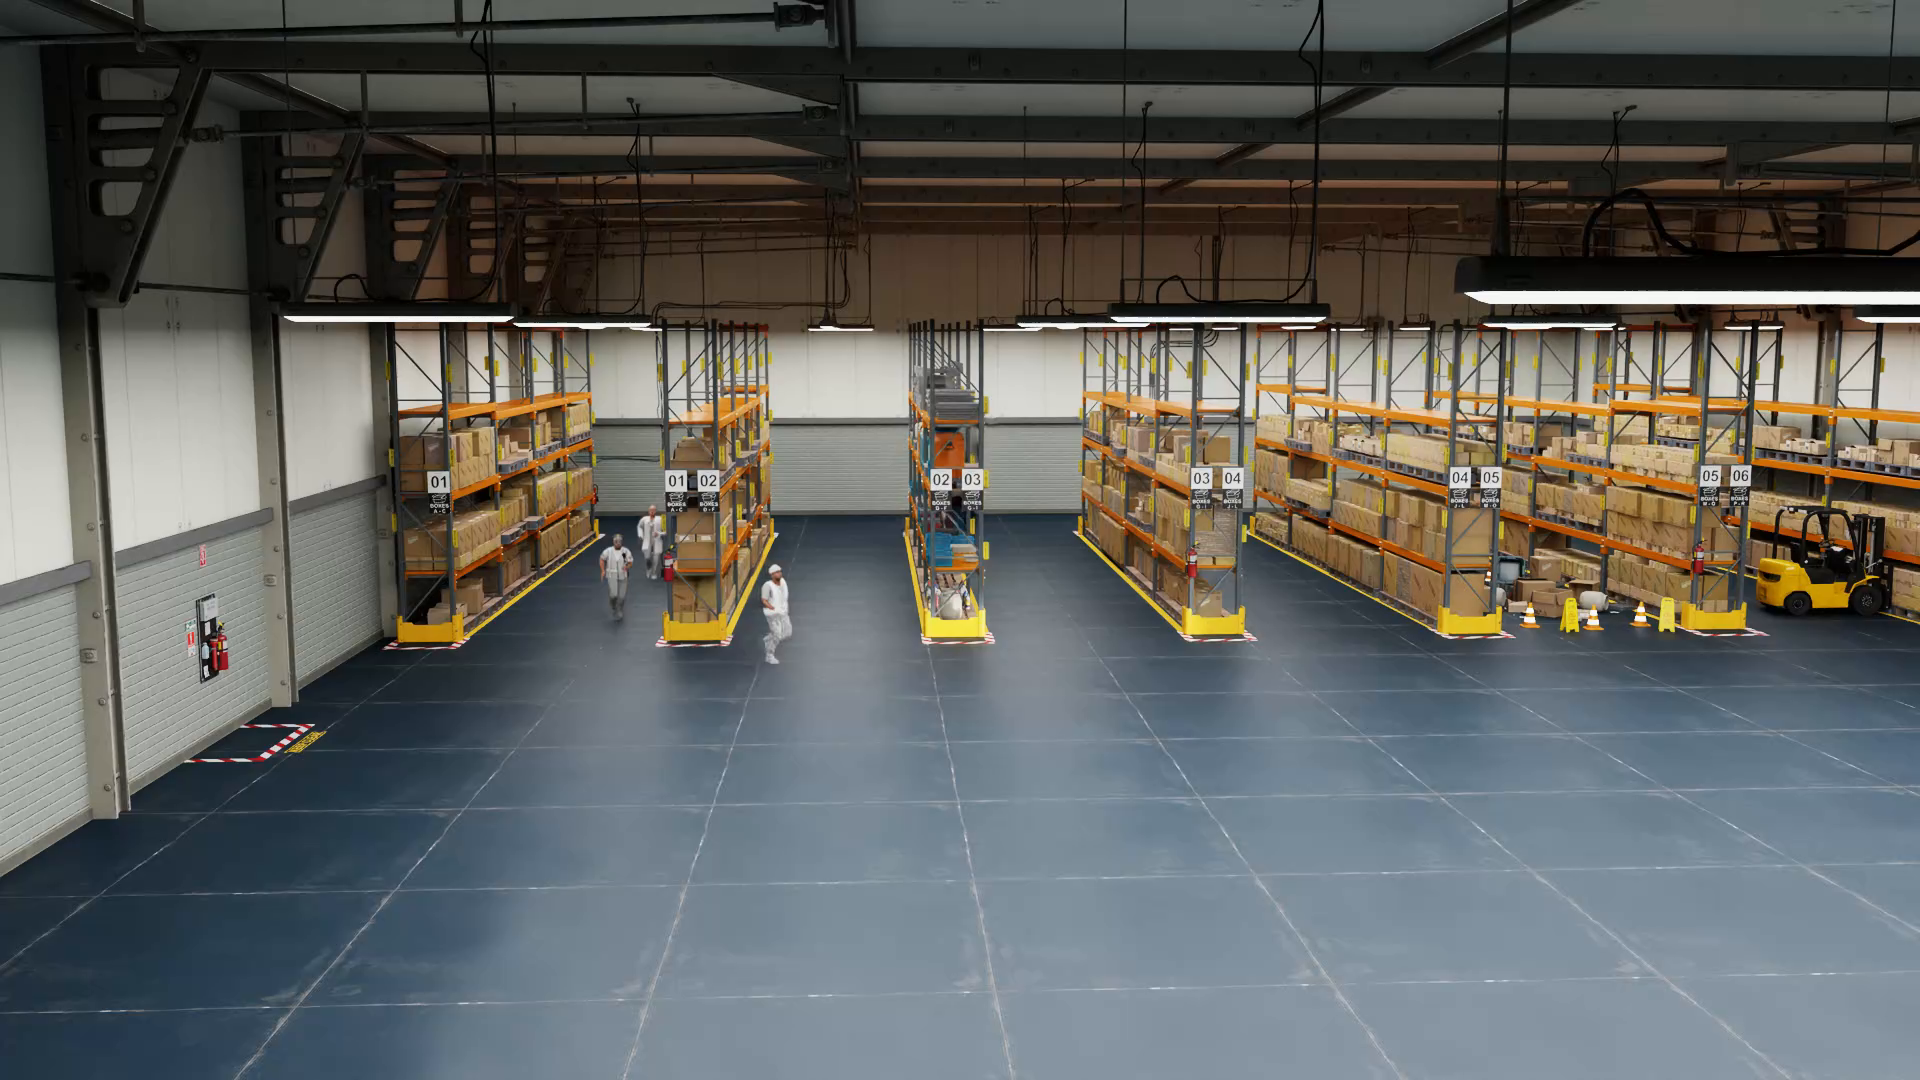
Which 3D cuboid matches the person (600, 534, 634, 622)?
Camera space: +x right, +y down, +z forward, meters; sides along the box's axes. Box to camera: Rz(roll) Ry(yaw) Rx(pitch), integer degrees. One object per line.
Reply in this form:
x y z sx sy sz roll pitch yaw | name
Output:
-6.839 0.759 33.219 0.633 1.782 0.789 -3 7 -20 | person

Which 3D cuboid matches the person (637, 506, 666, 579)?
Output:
-7.173 0.070 38.736 0.704 1.734 0.653 -1 7 -6 | person

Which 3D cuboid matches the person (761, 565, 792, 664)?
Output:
-3.204 1.290 29.043 0.666 1.742 0.688 5 9 34 | person

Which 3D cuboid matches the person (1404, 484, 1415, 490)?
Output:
13.438 -1.250 49.574 0.672 1.723 0.710 2 7 17 | person
